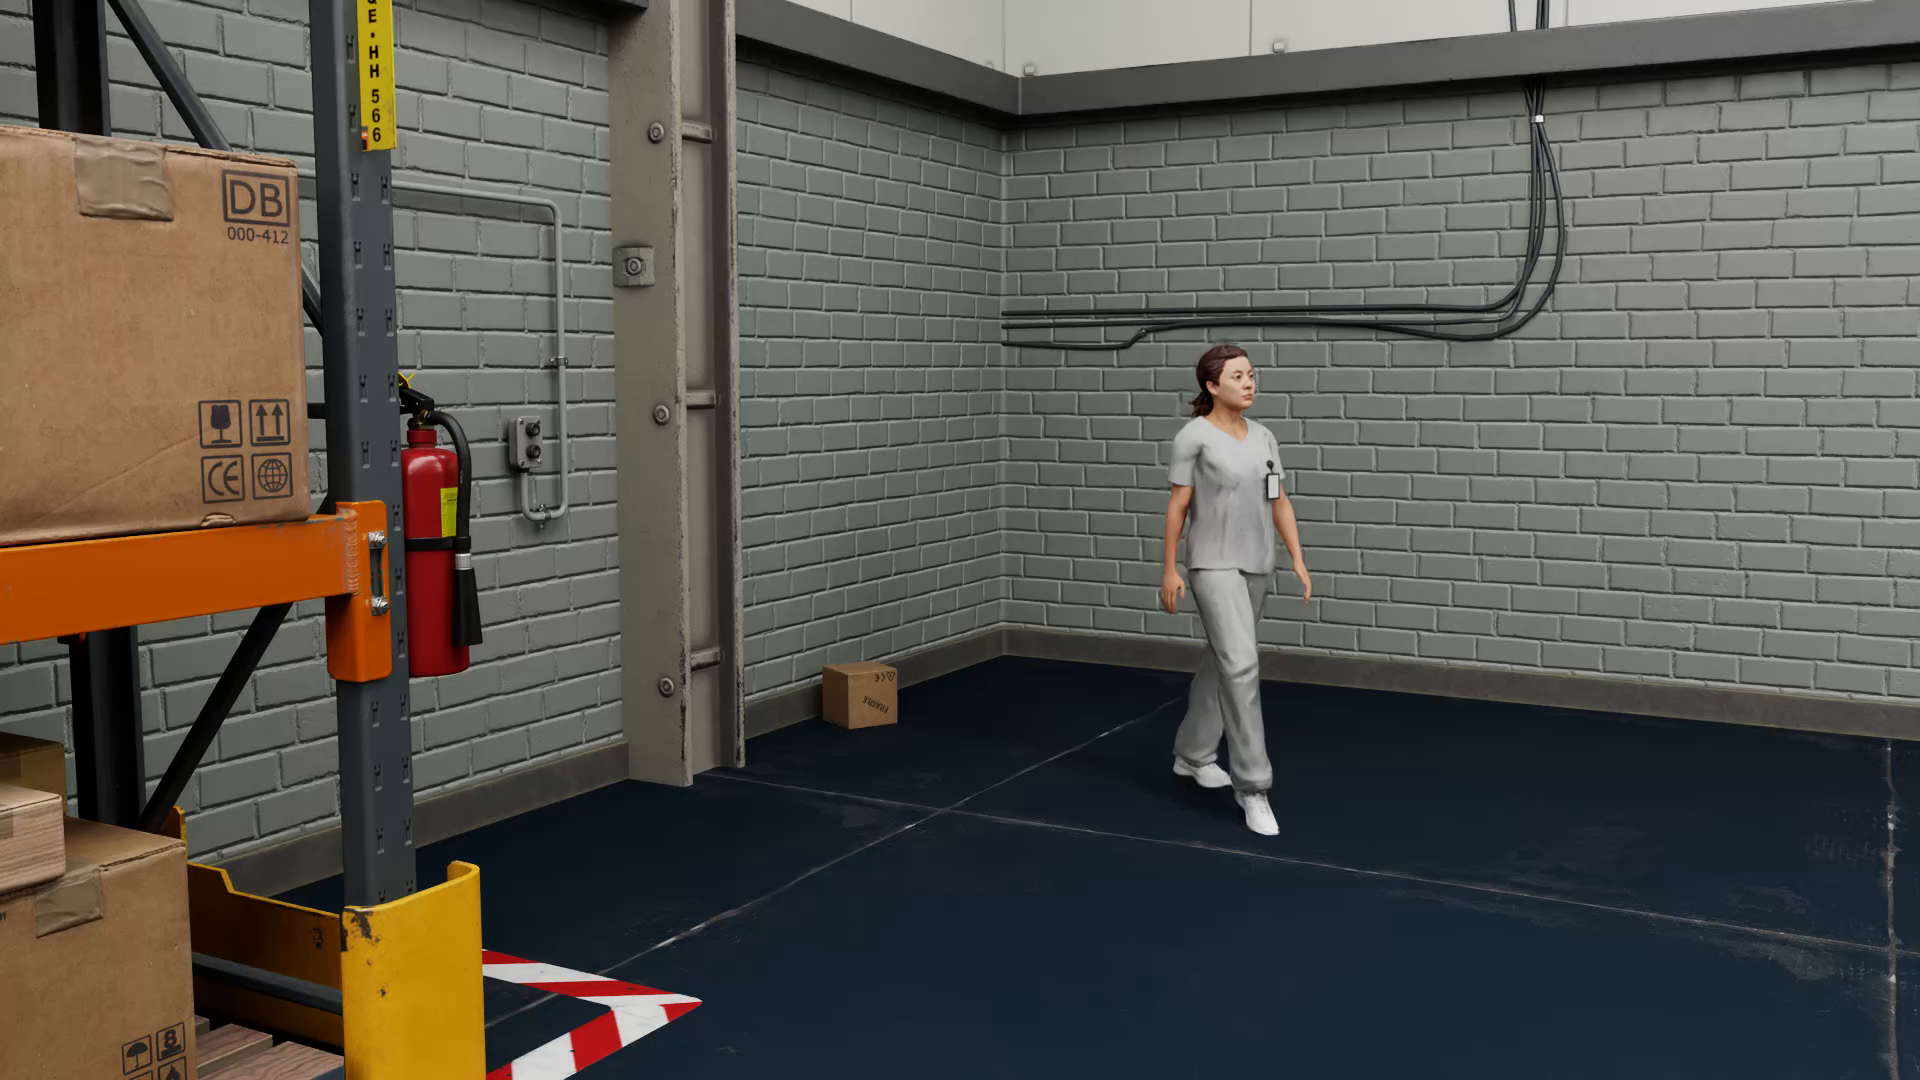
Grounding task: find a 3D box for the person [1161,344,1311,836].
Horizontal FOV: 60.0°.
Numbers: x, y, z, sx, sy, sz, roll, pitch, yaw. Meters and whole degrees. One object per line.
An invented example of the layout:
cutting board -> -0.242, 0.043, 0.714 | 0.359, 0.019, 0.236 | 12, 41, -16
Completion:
person -> 1.020, 0.148, 6.007 | 0.478, 1.699, 0.749 | -4, 7, -30
